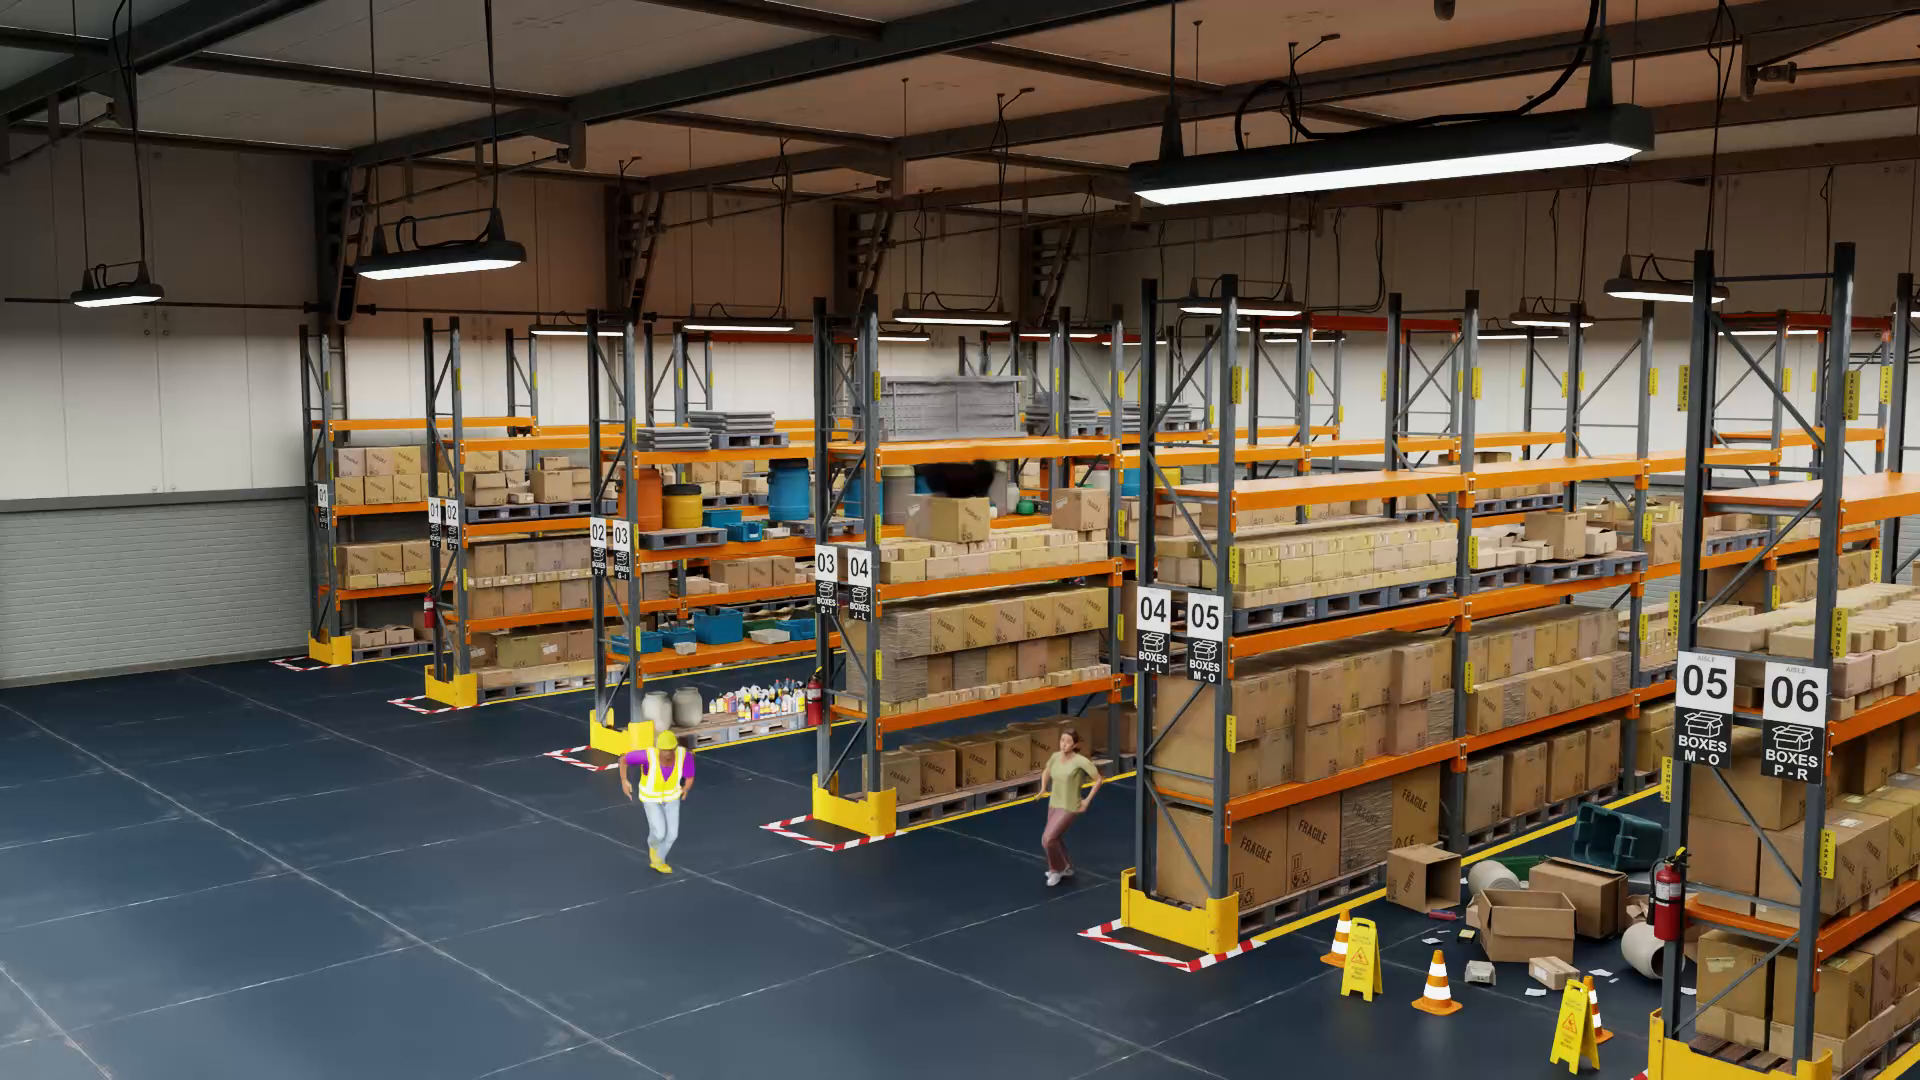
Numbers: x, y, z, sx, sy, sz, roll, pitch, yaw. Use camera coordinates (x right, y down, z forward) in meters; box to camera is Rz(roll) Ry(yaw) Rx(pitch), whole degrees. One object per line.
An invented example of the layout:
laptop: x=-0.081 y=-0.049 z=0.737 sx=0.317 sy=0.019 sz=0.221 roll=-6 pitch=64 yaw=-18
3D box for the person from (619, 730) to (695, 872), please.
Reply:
person: x=-3.072 y=2.675 z=16.929 sx=0.734 sy=1.577 sz=0.829 roll=-2 pitch=6 yaw=-23

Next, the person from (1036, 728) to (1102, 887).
person: x=1.045 y=2.680 z=16.621 sx=0.612 sy=1.632 sz=0.641 roll=-5 pitch=8 yaw=-41
